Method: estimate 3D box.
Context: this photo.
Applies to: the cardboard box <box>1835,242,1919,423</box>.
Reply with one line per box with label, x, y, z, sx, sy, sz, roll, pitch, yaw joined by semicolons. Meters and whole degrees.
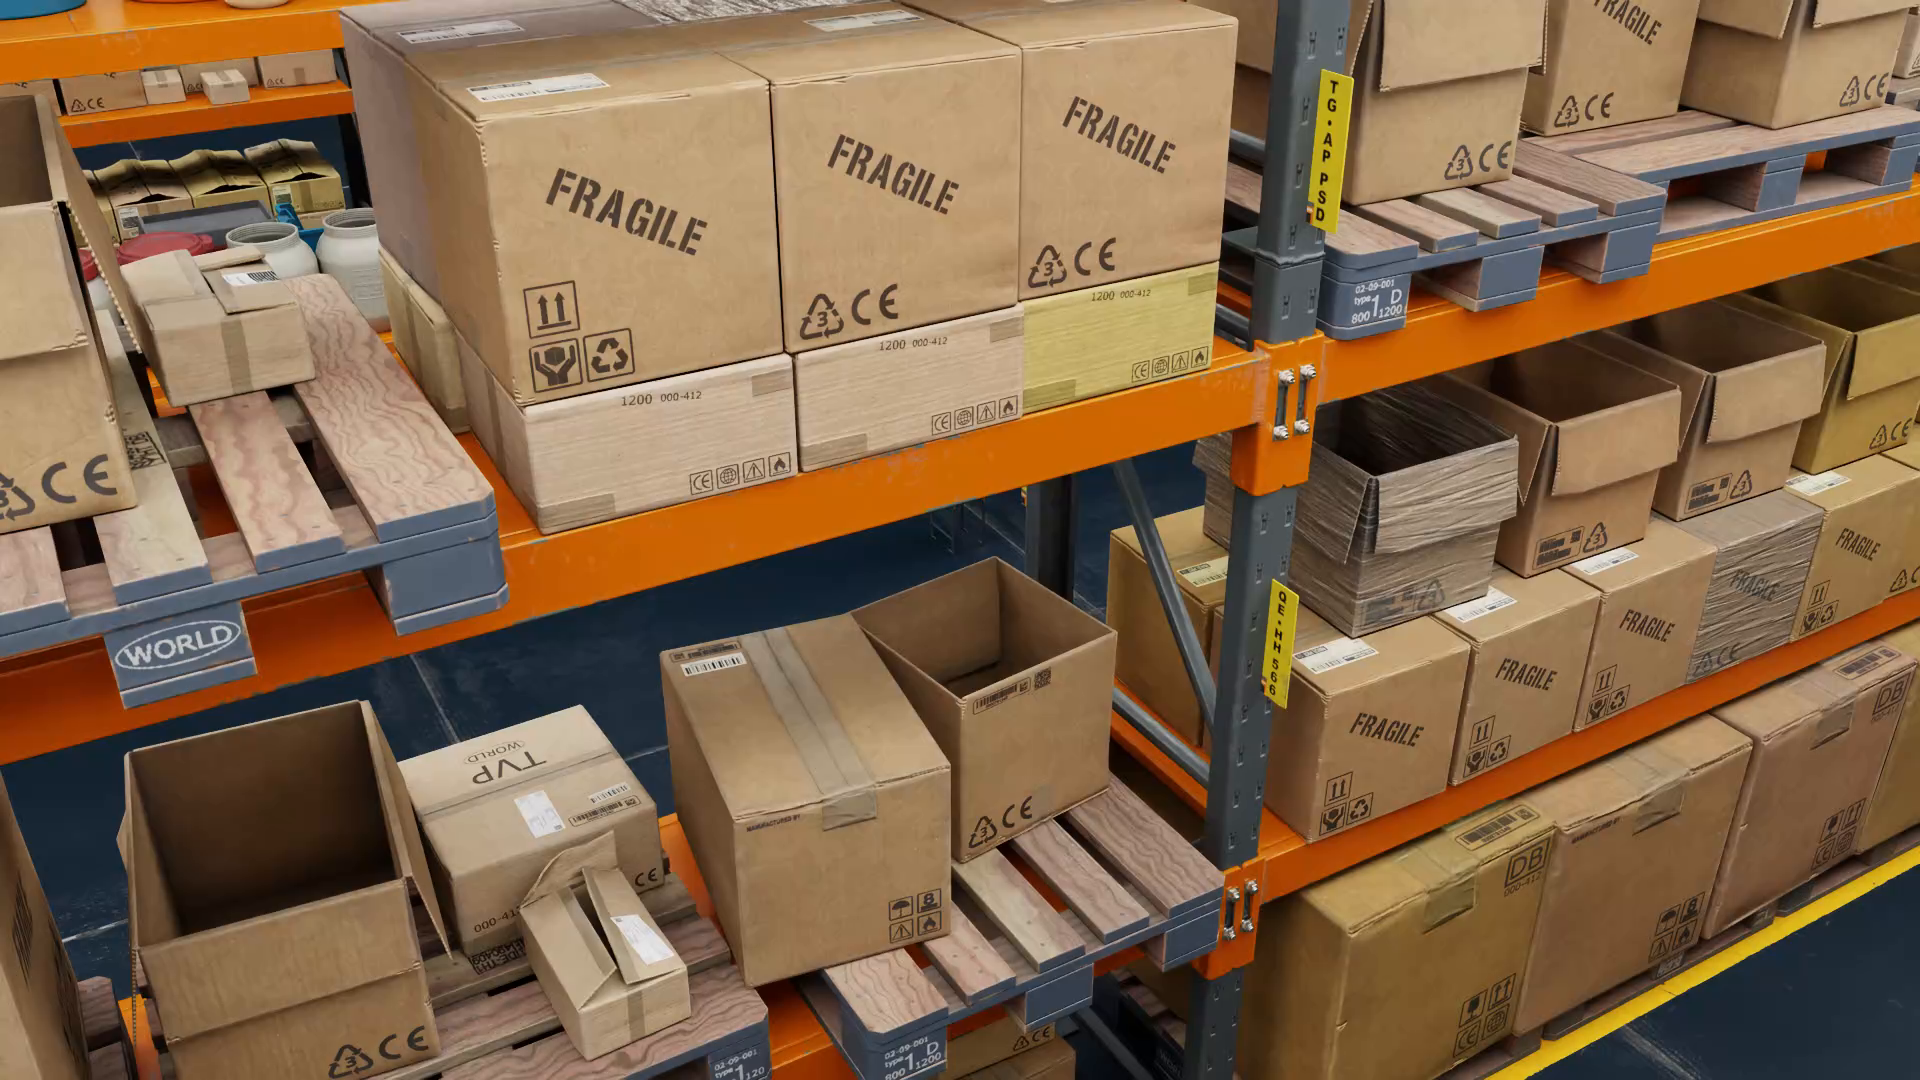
cardboard box;3.398;-0.799;5.951;0.637;0.503;0.797;-17;33;-28

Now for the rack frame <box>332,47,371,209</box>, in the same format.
rack frame;-4.520;-3.624;12.212;0.127;3.000;1.000;-16;33;-26

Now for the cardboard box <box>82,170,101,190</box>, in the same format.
cardboard box;-6.453;-2.462;11.937;0.500;0.311;0.500;-16;33;-27

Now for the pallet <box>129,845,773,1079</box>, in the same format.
pallet;-1.191;1.089;3.870;1.213;0.211;1.003;-16;33;-26

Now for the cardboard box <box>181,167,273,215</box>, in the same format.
cardboard box;-5.292;-2.489;11.986;0.500;0.311;0.500;-16;33;-27

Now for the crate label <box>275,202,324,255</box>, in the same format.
crate label;-3.007;-1.445;8.226;0.616;0.435;0.502;-16;33;-26

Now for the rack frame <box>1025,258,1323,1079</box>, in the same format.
rack frame;0.495;0.504;4.733;0.127;3.000;1.000;-16;33;-26

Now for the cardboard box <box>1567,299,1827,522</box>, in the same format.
cardboard box;2.272;-0.477;5.368;0.637;0.503;0.797;-15;32;-25

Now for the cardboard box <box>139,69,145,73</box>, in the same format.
cardboard box;-8.130;-4.509;15.948;0.500;0.500;0.700;-16;33;-26

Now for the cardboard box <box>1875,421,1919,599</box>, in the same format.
cardboard box;3.249;-0.173;5.855;0.500;0.500;0.500;-15;32;-25

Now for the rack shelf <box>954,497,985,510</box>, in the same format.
rack shelf;-0.012;-0.273;8.591;0.180;0.103;0.258;-16;33;-26

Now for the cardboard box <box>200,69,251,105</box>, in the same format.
cardboard box;-5.155;-3.179;11.665;0.250;0.149;0.380;-16;33;-26

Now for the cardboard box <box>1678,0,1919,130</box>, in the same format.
cardboard box;2.246;-1.548;4.804;0.637;0.503;0.797;-16;33;-27

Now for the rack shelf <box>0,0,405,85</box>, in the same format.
rack shelf;-3.738;-2.068;7.033;4.000;0.370;1.077;-16;33;-26

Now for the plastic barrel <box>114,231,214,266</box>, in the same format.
plastic barrel;-3.521;-1.068;7.441;0.433;0.535;0.433;0;29;0

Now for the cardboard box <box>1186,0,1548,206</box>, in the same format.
cardboard box;0.985;-1.218;4.207;0.637;0.503;0.797;-14;32;-23

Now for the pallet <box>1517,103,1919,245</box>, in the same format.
pallet;1.986;-1.182;4.878;1.213;0.211;1.003;-14;32;-24

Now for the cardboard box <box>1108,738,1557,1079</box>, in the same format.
cardboard box;1.101;1.090;5.435;0.875;0.875;1.225;-17;33;-29

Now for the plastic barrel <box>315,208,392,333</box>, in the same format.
plastic barrel;-2.793;-1.268;7.827;0.421;0.512;0.421;0;29;0

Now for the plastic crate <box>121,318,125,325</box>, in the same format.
plastic crate;-4.104;-1.032;7.734;0.662;0.188;0.450;-16;33;-26

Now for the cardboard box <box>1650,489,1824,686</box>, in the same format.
cardboard box;2.368;0.079;5.399;0.500;0.500;0.500;-16;33;-26

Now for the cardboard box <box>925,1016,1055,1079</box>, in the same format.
cardboard box;-0.067;1.254;4.729;0.500;0.250;0.500;-14;32;-24

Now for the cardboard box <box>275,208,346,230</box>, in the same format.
cardboard box;-4.850;-2.374;12.358;0.500;0.250;0.500;-15;32;-25

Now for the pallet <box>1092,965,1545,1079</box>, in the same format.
pallet;1.213;1.563;5.699;1.213;0.211;1.003;-16;33;-26

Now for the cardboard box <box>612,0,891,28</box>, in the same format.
cardboard box;-0.479;-0.942;3.627;0.500;0.500;0.500;-16;33;-26

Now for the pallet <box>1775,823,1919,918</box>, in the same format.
pallet;3.317;0.966;6.782;1.213;0.211;1.003;-16;33;-26

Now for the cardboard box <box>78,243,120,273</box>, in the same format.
cardboard box;-6.170;-1.997;11.675;0.500;0.250;0.500;-15;32;-25

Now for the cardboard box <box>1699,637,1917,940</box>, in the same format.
cardboard box;2.632;0.655;6.223;0.875;0.875;1.225;-17;33;-28

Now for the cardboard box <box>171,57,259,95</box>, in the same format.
cardboard box;-5.389;-3.447;11.983;0.500;0.311;0.500;-16;33;-27

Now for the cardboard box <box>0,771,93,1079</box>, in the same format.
cardboard box;-2.197;0.900;2.959;1.000;1.000;1.000;-16;33;-26

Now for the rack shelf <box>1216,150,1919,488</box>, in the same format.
rack shelf;2.220;-0.984;5.069;4.000;0.370;1.077;-16;33;-26

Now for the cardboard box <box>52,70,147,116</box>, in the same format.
cardboard box;-5.958;-3.250;11.432;0.500;0.500;0.500;-18;34;-29

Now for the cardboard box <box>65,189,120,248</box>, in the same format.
cardboard box;-6.161;-2.245;11.544;0.500;0.311;0.500;-15;32;-25

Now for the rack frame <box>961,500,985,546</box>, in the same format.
rack frame;0.066;-0.544;8.494;0.006;1.200;0.240;-16;33;-26

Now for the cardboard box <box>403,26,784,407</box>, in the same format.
cardboard box;-0.660;-0.606;3.019;0.500;0.500;0.500;-15;32;-25

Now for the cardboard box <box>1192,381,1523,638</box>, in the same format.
cardboard box;1.134;-0.151;4.778;0.637;0.503;0.797;-15;32;-25

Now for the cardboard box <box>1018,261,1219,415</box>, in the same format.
cardboard box;0.210;-0.525;3.648;0.500;0.250;0.500;-16;33;-26

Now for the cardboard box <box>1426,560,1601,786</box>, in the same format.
cardboard box;1.496;0.327;4.949;0.500;0.500;0.500;-17;33;-28

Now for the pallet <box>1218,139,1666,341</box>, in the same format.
pallet;1.024;-0.907;4.379;1.003;0.211;1.213;-14;32;-24

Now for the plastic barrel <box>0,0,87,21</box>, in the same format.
plastic barrel;-4.006;-2.648;6.821;0.708;0.901;0.600;-16;33;-26

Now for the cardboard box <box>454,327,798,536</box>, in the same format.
cardboard box;-0.645;-0.277;3.197;0.500;0.250;0.500;-15;32;-25

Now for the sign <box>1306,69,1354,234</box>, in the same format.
sign;0.769;-0.809;3.473;0.005;0.325;0.100;-16;33;-26

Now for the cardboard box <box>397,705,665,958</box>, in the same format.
cardboard box;-1.066;0.700;4.098;0.500;0.250;0.500;-17;33;-28

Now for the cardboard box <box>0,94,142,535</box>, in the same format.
cardboard box;-1.686;-0.364;2.660;0.637;0.503;0.797;-14;32;-24

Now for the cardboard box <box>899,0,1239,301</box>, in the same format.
cardboard box;0.211;-0.851;3.463;0.500;0.500;0.500;-15;32;-25

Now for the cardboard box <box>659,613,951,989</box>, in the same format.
cardboard box;-0.381;0.603;4.014;0.500;0.500;0.700;-11;31;-19

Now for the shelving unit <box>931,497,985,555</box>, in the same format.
shelving unit;-0.012;-0.522;8.454;0.189;1.200;0.258;-16;33;-26

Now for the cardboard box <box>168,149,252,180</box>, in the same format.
cardboard box;-5.569;-2.712;12.390;0.500;0.311;0.500;-17;33;-28

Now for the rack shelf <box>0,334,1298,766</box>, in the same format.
rack shelf;-1.229;-0.005;3.295;4.000;0.370;1.077;-16;33;-26

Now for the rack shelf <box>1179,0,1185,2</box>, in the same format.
rack shelf;0.653;-4.778;15.047;4.000;0.370;1.077;-16;33;-26

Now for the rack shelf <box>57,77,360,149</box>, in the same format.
rack shelf;-6.244;-2.819;11.499;4.000;0.370;1.077;-16;33;-26
